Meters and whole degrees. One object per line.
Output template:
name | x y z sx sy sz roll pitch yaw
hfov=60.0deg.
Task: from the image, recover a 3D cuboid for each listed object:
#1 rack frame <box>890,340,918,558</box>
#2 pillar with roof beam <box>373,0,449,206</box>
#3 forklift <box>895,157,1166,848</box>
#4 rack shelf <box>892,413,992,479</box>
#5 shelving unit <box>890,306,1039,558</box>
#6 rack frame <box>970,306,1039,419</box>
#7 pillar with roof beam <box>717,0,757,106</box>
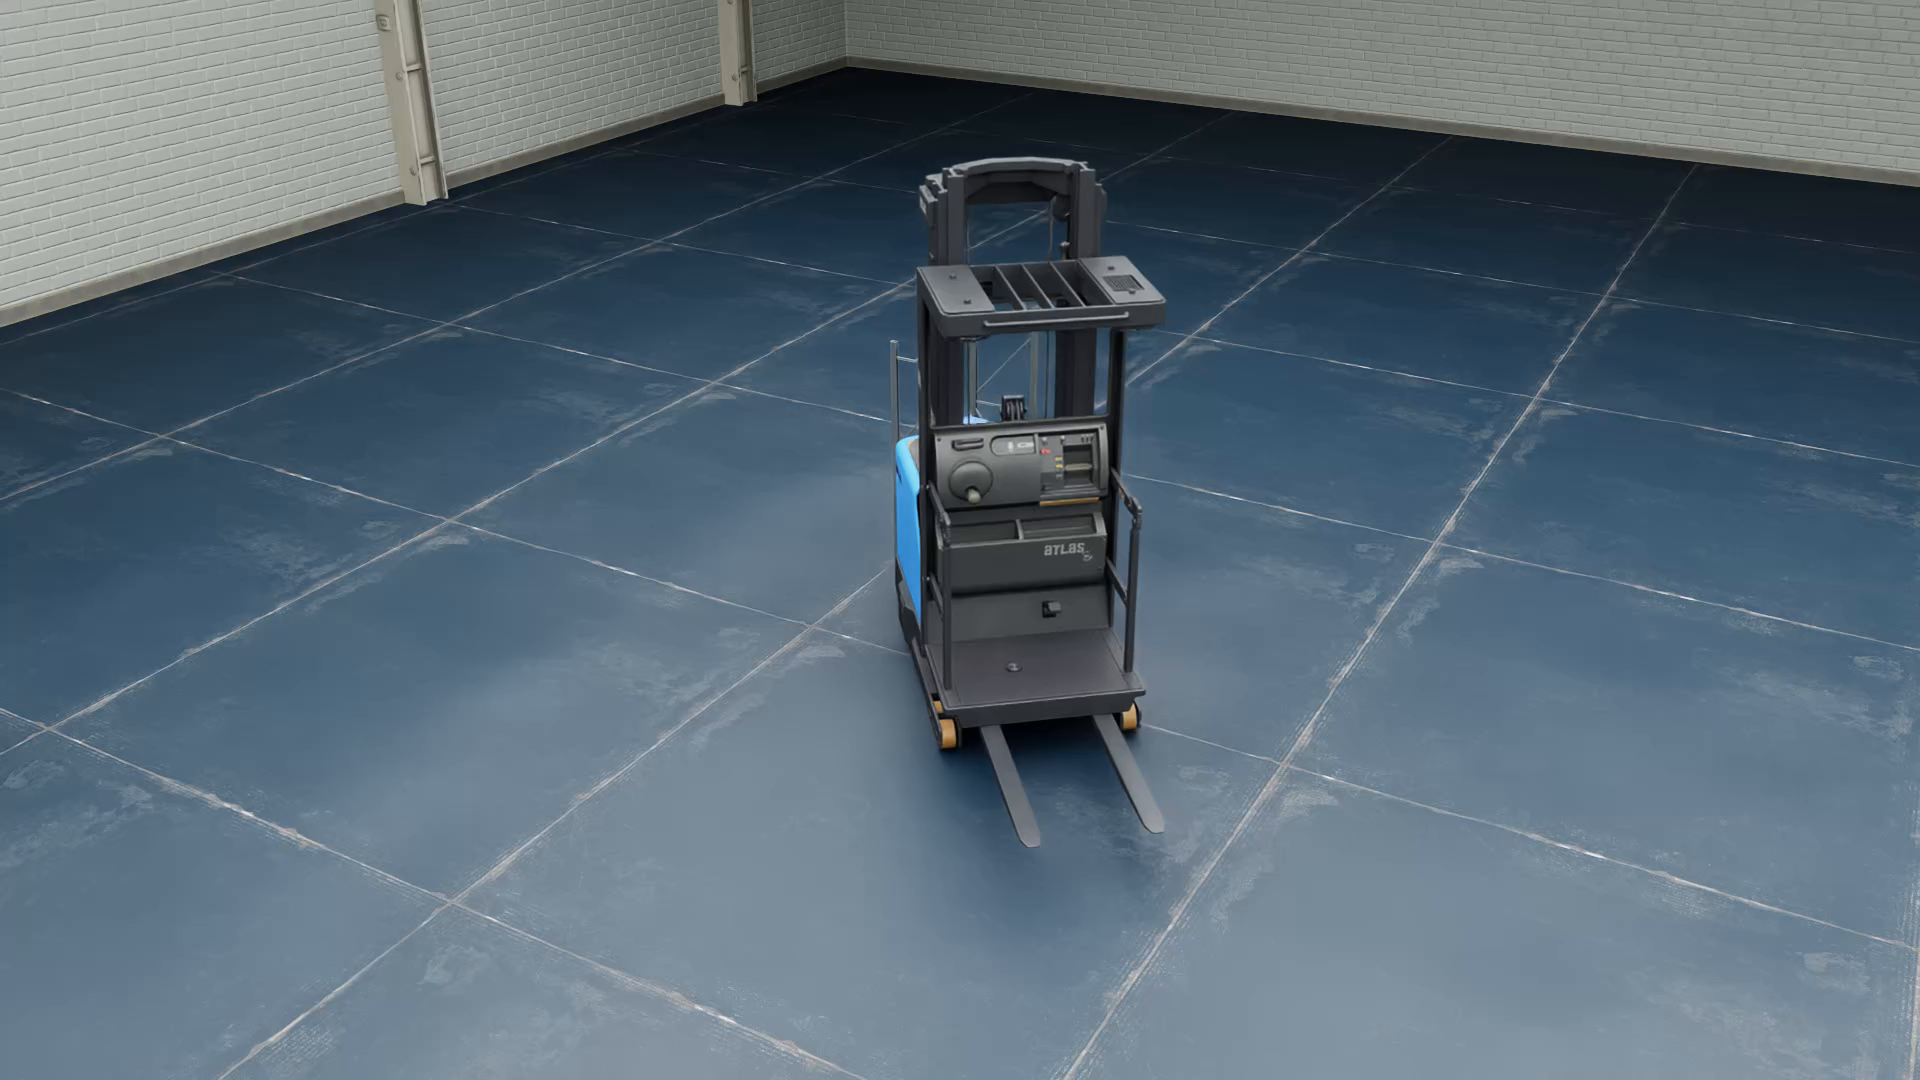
rack frame | -0.208 -0.506 10.505 0.500 1.500 0.032 14 30 26
pillar with roof beam | -2.315 -6.940 14.981 9.100 9.000 0.400 14 30 26
forklift | 0.369 -0.364 8.622 1.130 2.935 3.031 -5 27 -9
rack shelf | 0.042 -0.543 10.981 0.538 0.185 1.000 14 30 26
shelving unit | 0.042 -0.704 10.901 0.538 1.500 1.048 14 30 26
rack frame | 0.292 -0.902 11.296 0.500 1.500 0.032 14 30 26
pillar with roof beam | 0.637 -9.278 19.652 9.100 9.000 0.400 14 30 26
